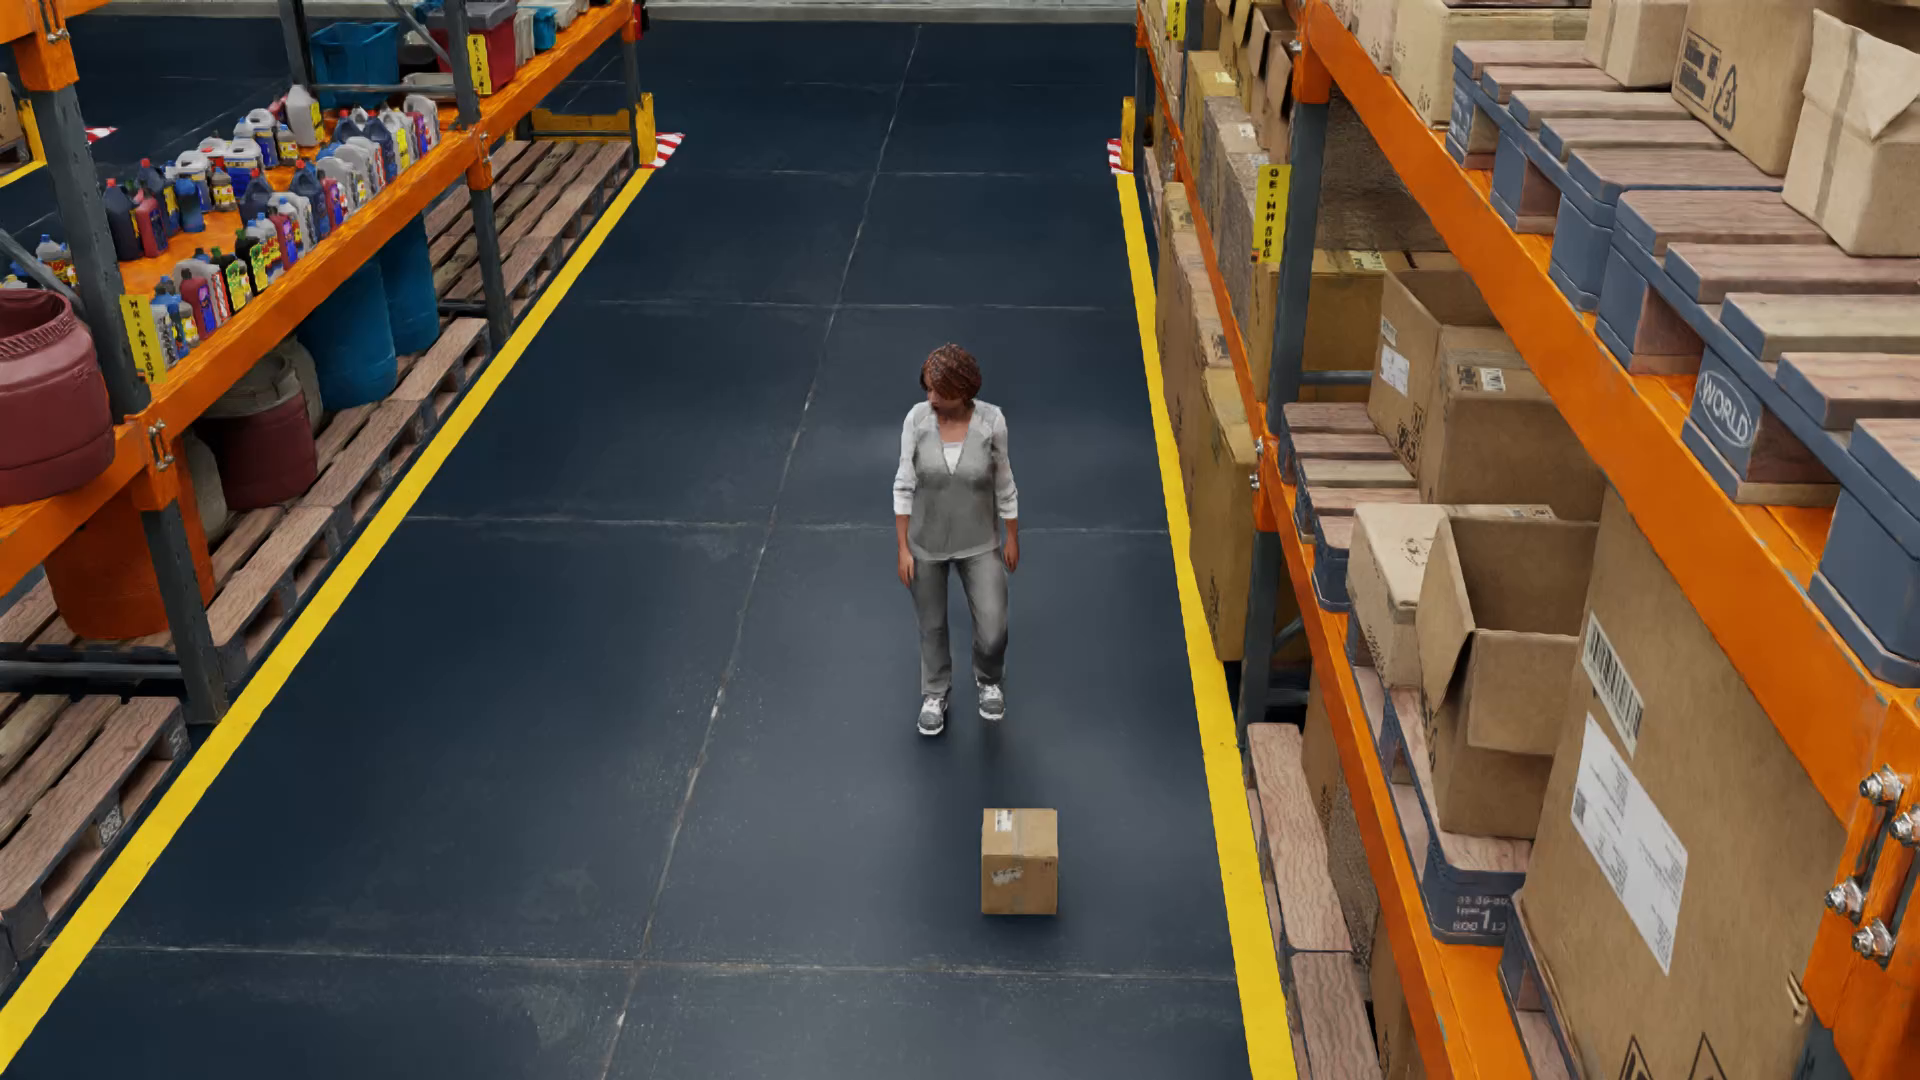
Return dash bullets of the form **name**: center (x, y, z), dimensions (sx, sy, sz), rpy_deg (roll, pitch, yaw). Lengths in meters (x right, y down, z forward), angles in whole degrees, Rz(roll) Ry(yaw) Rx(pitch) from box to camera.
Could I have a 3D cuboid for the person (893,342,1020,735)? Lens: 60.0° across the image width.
- **person**: center (-0.008, 0.029, 6.053), dimensions (0.462, 1.587, 0.436), rpy_deg (0, 28, -1)
